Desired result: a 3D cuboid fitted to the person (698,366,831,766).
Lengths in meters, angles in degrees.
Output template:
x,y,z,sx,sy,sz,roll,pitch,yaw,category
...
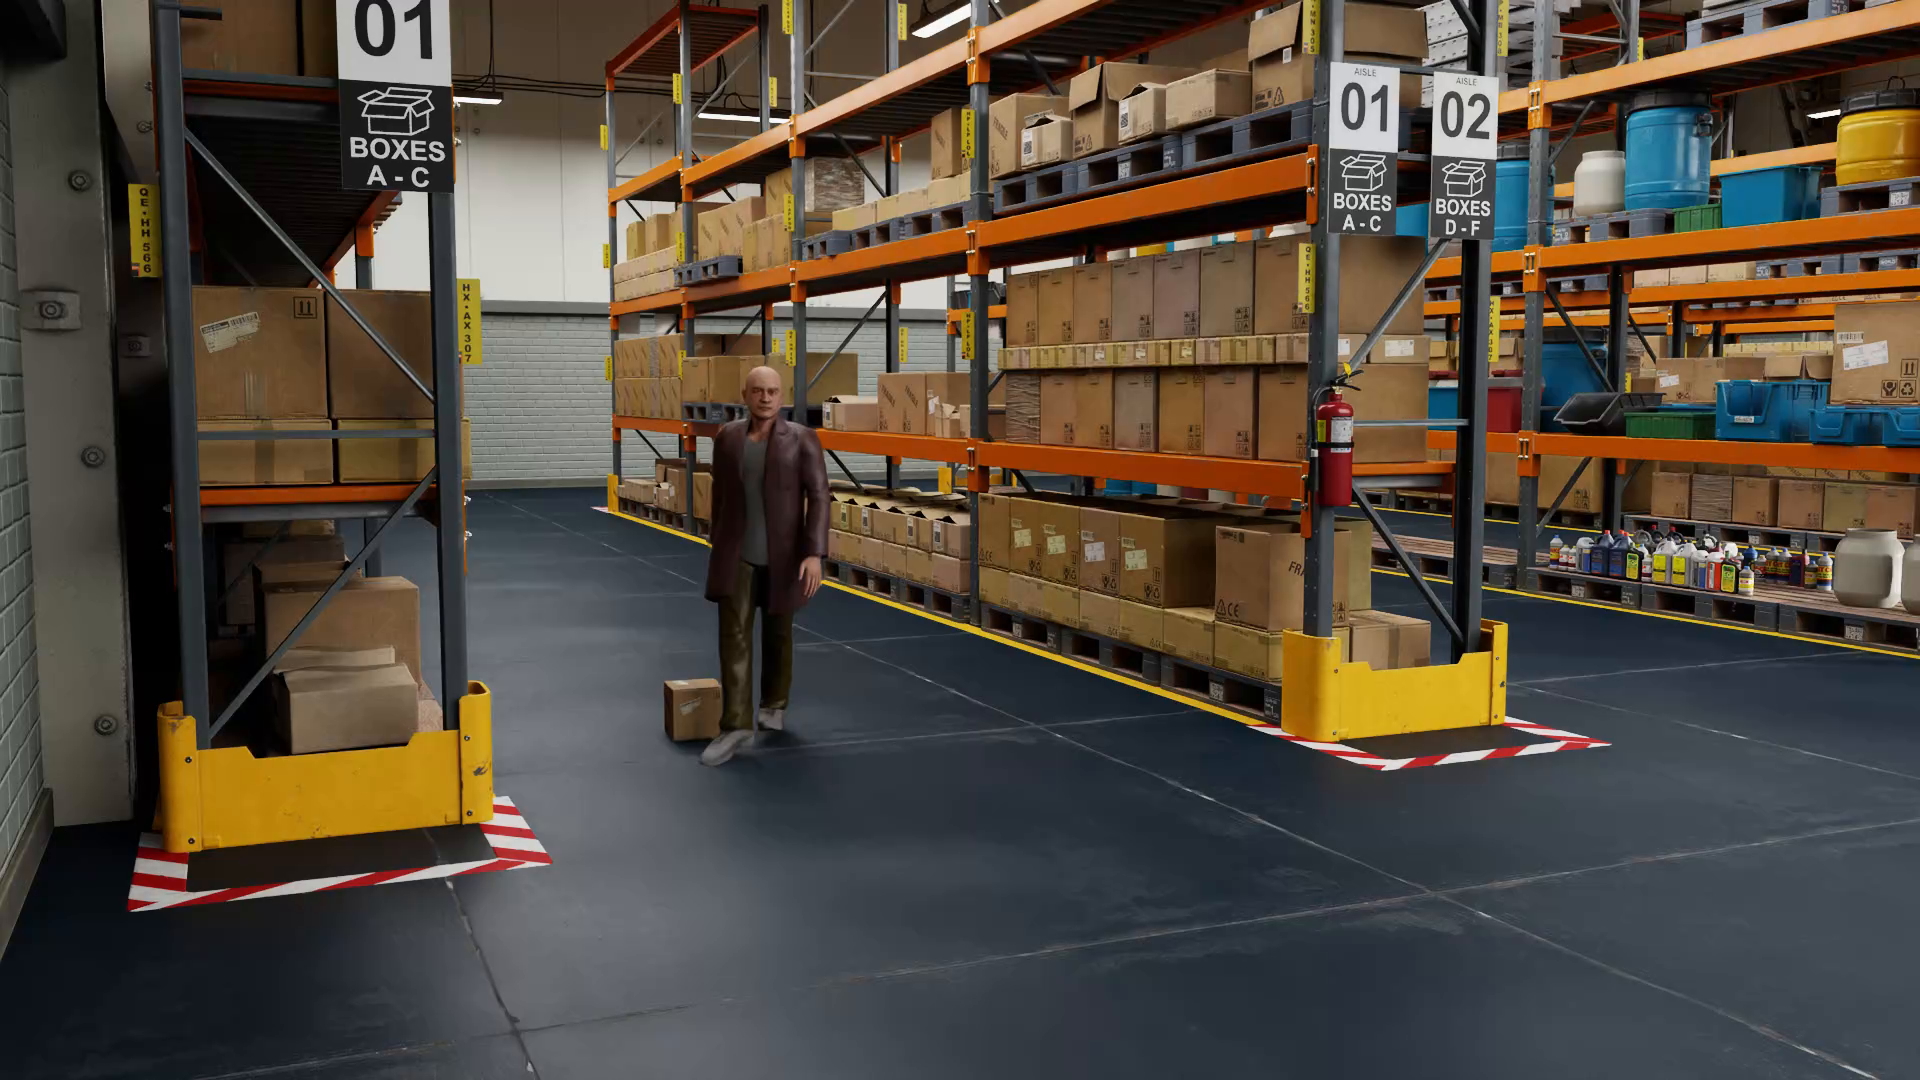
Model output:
x,y,z,sx,sy,sz,roll,pitch,yaw,category
-0.896,0.084,7.735,0.608,1.774,0.916,0,5,2,person
